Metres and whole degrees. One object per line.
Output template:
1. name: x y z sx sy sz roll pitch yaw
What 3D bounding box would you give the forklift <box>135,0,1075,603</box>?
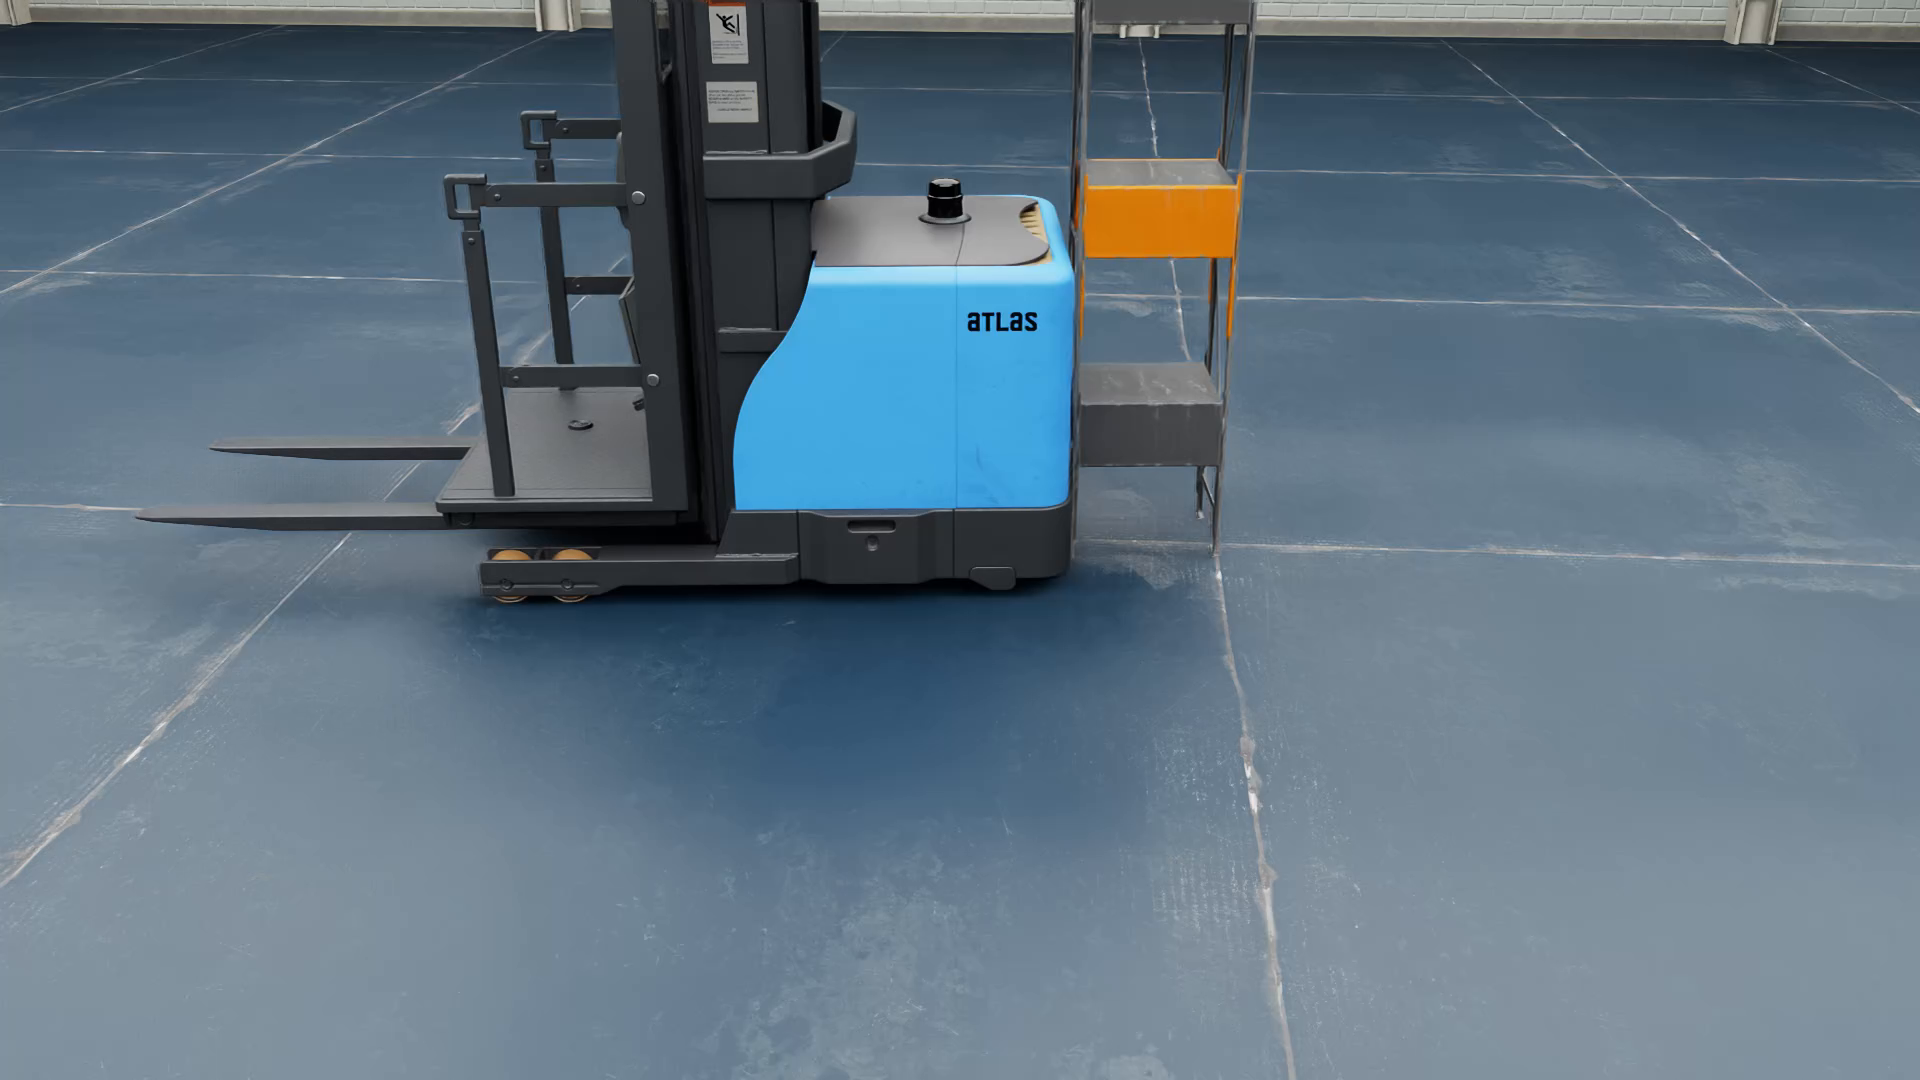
1. forklift: -1.164 -1.353 5.185 3.031 2.935 1.130 0 25 -1

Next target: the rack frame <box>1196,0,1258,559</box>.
1. rack frame: 0.860 -0.975 5.356 0.015 2.100 0.400 0 25 -1

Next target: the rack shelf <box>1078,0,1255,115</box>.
1. rack shelf: 0.616 -1.596 5.065 0.480 0.518 0.431 0 25 -1

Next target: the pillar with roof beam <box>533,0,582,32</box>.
1. pillar with roof beam: -4.493 -7.606 11.515 0.400 9.000 9.100 2 25 4

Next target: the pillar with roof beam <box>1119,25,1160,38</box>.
1. pillar with roof beam: 1.489 -7.414 11.098 0.400 9.000 9.100 2 25 4

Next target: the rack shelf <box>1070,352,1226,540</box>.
1. rack shelf: 0.616 -0.325 5.651 0.480 0.518 0.431 0 25 -1

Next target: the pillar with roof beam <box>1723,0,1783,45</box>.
1. pillar with roof beam: 7.472 -7.222 10.681 0.400 9.000 9.100 2 25 4

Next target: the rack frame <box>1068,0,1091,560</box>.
1. rack frame: 0.372 -0.971 5.349 0.015 2.100 0.400 0 25 -1

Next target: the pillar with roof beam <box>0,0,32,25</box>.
1. pillar with roof beam: -10.475 -7.798 11.932 0.400 9.000 9.100 2 25 4

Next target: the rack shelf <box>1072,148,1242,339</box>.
1. rack shelf: 0.616 -0.960 5.358 0.480 0.518 0.431 0 25 -1

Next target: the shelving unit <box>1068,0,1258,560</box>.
1. shelving unit: 0.616 -0.973 5.352 0.503 2.100 0.431 0 25 -1
